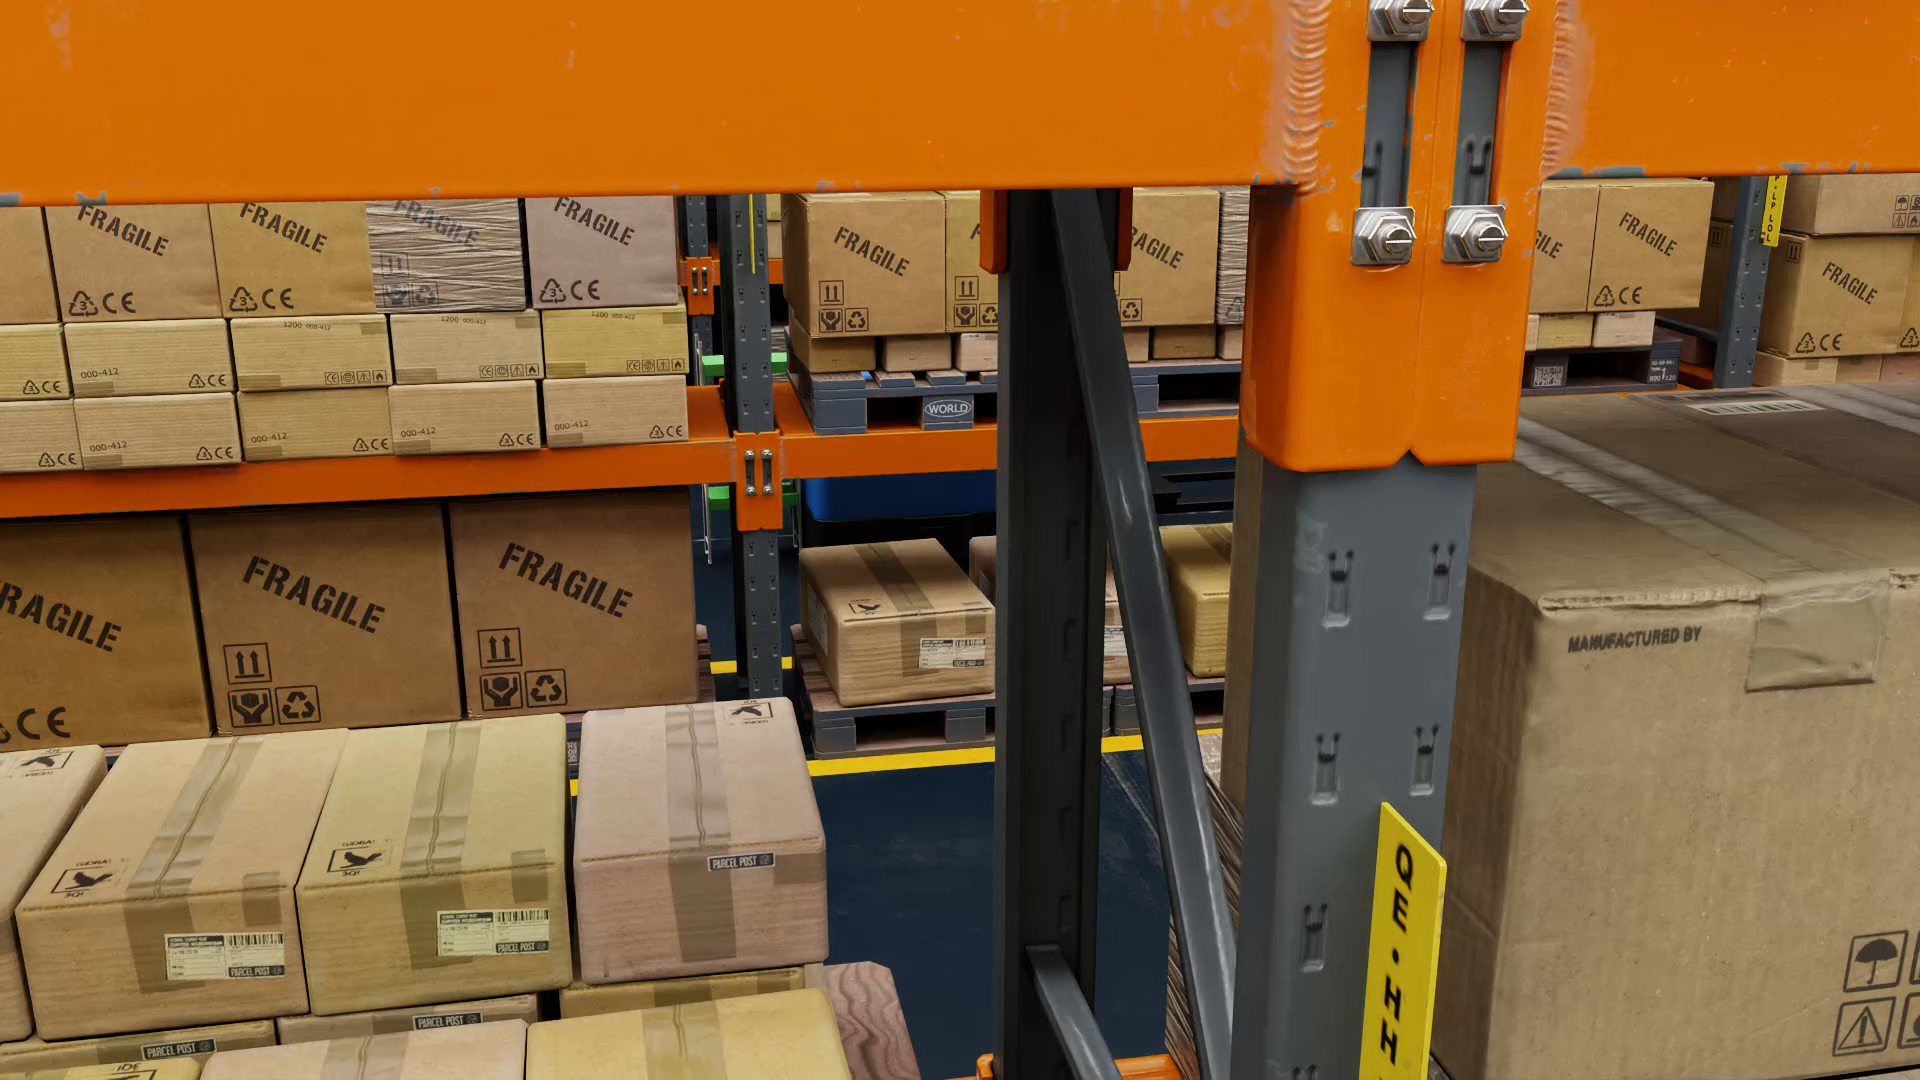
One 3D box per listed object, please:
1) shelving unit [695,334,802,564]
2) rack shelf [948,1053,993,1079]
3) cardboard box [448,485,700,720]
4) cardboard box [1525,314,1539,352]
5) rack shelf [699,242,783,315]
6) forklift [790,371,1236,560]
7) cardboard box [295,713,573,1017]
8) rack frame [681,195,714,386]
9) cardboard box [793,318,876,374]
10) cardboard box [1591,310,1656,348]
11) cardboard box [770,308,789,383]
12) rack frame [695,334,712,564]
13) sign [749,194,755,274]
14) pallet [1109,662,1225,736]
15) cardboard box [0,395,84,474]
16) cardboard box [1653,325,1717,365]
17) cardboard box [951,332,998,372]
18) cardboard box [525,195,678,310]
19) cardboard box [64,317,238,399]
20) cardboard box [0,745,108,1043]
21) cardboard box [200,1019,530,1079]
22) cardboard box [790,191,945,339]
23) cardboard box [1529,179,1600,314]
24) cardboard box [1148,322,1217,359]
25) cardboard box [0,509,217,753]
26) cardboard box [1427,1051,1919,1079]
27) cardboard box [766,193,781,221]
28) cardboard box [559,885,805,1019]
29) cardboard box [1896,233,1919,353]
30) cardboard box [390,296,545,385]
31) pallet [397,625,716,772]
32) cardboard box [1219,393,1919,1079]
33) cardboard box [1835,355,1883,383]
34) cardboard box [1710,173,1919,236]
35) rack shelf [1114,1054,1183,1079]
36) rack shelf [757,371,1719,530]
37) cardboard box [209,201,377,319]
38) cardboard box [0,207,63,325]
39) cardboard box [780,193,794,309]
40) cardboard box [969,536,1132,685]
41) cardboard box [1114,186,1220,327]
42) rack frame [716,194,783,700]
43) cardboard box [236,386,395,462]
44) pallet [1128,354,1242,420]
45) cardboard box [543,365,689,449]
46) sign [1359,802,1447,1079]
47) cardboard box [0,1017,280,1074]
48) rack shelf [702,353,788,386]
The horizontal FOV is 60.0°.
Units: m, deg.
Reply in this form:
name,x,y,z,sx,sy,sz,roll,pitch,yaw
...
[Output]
name,x,y,z,sx,sy,sz,roll,pitch,yaw
shelving unit,-1.124,-0.495,8.881,0.503,1.200,0.258,-4,18,-13
rack shelf,-1.762,1.172,1.613,4.000,0.370,1.077,-3,17,-10
cardboard box,-1.531,0.125,6.701,0.875,0.875,0.875,-3,17,-11
cardboard box,2.129,-0.866,6.734,0.250,0.149,0.380,-4,17,-11
rack shelf,0.181,-1.903,11.624,4.000,0.370,1.077,-3,17,-10
forklift,0.608,-1.443,9.019,3.031,2.935,1.130,-4,18,-13
cardboard box,-0.553,0.337,1.805,0.250,0.149,0.380,-4,17,-12
rack frame,-1.782,-2.136,11.156,0.127,3.000,1.000,-3,17,-10
cardboard box,-0.483,-0.750,6.357,0.250,0.149,0.380,-4,18,-14
cardboard box,2.638,-0.900,6.846,0.250,0.149,0.380,-3,17,-10
cardboard box,-1.167,-1.232,11.543,0.625,0.625,0.875,-3,17,-9
rack frame,-1.362,-0.479,8.827,0.015,1.200,0.240,-4,18,-13
sign,-0.728,-1.098,5.807,0.005,0.325,0.100,-3,17,-10
pallet,1.126,0.518,7.265,1.213,0.211,1.003,-3,17,-10
cardboard box,-3.268,-0.412,5.800,0.500,0.250,0.500,-3,17,-11
cardboard box,3.348,-0.913,7.604,0.250,0.149,0.380,-3,17,-11
cardboard box,0.079,-0.758,6.383,0.250,0.149,0.380,-4,18,-14
cardboard box,-1.295,-1.126,5.997,0.500,0.500,0.500,-4,17,-12
cardboard box,-2.776,-0.679,5.817,0.500,0.250,0.500,-4,17,-12
cardboard box,-1.054,0.364,1.717,0.250,0.149,0.380,-4,18,-13
cardboard box,-0.440,0.524,1.195,0.250,0.149,0.380,-3,17,-11
cardboard box,-0.351,-1.054,6.242,0.500,0.500,0.500,-4,17,-12
cardboard box,2.194,-1.198,6.713,0.500,0.500,0.500,-3,17,-10
cardboard box,0.844,-0.830,6.619,0.250,0.149,0.380,-3,17,-8
cardboard box,-3.285,0.223,6.381,0.875,0.875,0.875,-3,17,-9
cardboard box,0.693,0.722,1.683,0.500,0.500,0.500,-3,17,-10
cardboard box,-1.296,-2.250,10.932,0.500,0.250,0.500,-3,17,-11
cardboard box,-0.311,0.463,1.902,0.250,0.149,0.380,-2,17,-8
cardboard box,4.064,-1.096,7.096,0.500,0.500,0.500,-3,17,-11
cardboard box,-1.767,-0.742,6.024,0.500,0.250,0.500,-4,17,-12
pallet,-1.625,0.650,6.835,1.213,0.211,1.003,-3,17,-10
cardboard box,0.644,0.169,1.781,0.500,0.500,0.700,-3,17,-11
cardboard box,3.699,-0.762,7.111,0.250,0.149,0.380,-3,17,-9
cardboard box,3.563,-1.558,6.894,0.500,0.500,0.700,-3,17,-11
rack shelf,2.165,0.949,2.338,4.000,0.370,1.077,-3,17,-10
rack shelf,1.127,-0.472,6.966,4.000,0.370,1.077,-3,17,-10
cardboard box,-2.286,-1.070,5.812,0.500,0.500,0.500,-3,17,-10
cardboard box,-3.291,-1.013,5.628,0.500,0.500,0.500,-4,17,-12
cardboard box,-0.443,-1.201,6.721,0.500,0.500,0.500,-4,17,-12
cardboard box,0.443,0.279,7.056,0.625,0.372,0.950,-4,17,-12
cardboard box,0.679,-1.116,6.446,0.500,0.500,0.500,-3,17,-10
rack frame,-0.837,-0.705,6.498,0.127,3.000,1.000,-3,17,-10
cardboard box,-2.280,-0.474,6.001,0.500,0.250,0.500,-3,17,-11
pallet,1.099,-0.735,6.923,1.213,0.211,1.003,-3,17,-10
cardboard box,-1.284,-0.530,6.184,0.500,0.250,0.500,-4,17,-12
sign,0.313,0.357,1.204,0.005,0.325,0.100,-3,17,-10
cardboard box,-0.839,0.494,1.800,0.250,0.149,0.380,-4,17,-12
rack shelf,-1.124,-0.893,8.759,0.480,0.148,0.258,-4,18,-13
